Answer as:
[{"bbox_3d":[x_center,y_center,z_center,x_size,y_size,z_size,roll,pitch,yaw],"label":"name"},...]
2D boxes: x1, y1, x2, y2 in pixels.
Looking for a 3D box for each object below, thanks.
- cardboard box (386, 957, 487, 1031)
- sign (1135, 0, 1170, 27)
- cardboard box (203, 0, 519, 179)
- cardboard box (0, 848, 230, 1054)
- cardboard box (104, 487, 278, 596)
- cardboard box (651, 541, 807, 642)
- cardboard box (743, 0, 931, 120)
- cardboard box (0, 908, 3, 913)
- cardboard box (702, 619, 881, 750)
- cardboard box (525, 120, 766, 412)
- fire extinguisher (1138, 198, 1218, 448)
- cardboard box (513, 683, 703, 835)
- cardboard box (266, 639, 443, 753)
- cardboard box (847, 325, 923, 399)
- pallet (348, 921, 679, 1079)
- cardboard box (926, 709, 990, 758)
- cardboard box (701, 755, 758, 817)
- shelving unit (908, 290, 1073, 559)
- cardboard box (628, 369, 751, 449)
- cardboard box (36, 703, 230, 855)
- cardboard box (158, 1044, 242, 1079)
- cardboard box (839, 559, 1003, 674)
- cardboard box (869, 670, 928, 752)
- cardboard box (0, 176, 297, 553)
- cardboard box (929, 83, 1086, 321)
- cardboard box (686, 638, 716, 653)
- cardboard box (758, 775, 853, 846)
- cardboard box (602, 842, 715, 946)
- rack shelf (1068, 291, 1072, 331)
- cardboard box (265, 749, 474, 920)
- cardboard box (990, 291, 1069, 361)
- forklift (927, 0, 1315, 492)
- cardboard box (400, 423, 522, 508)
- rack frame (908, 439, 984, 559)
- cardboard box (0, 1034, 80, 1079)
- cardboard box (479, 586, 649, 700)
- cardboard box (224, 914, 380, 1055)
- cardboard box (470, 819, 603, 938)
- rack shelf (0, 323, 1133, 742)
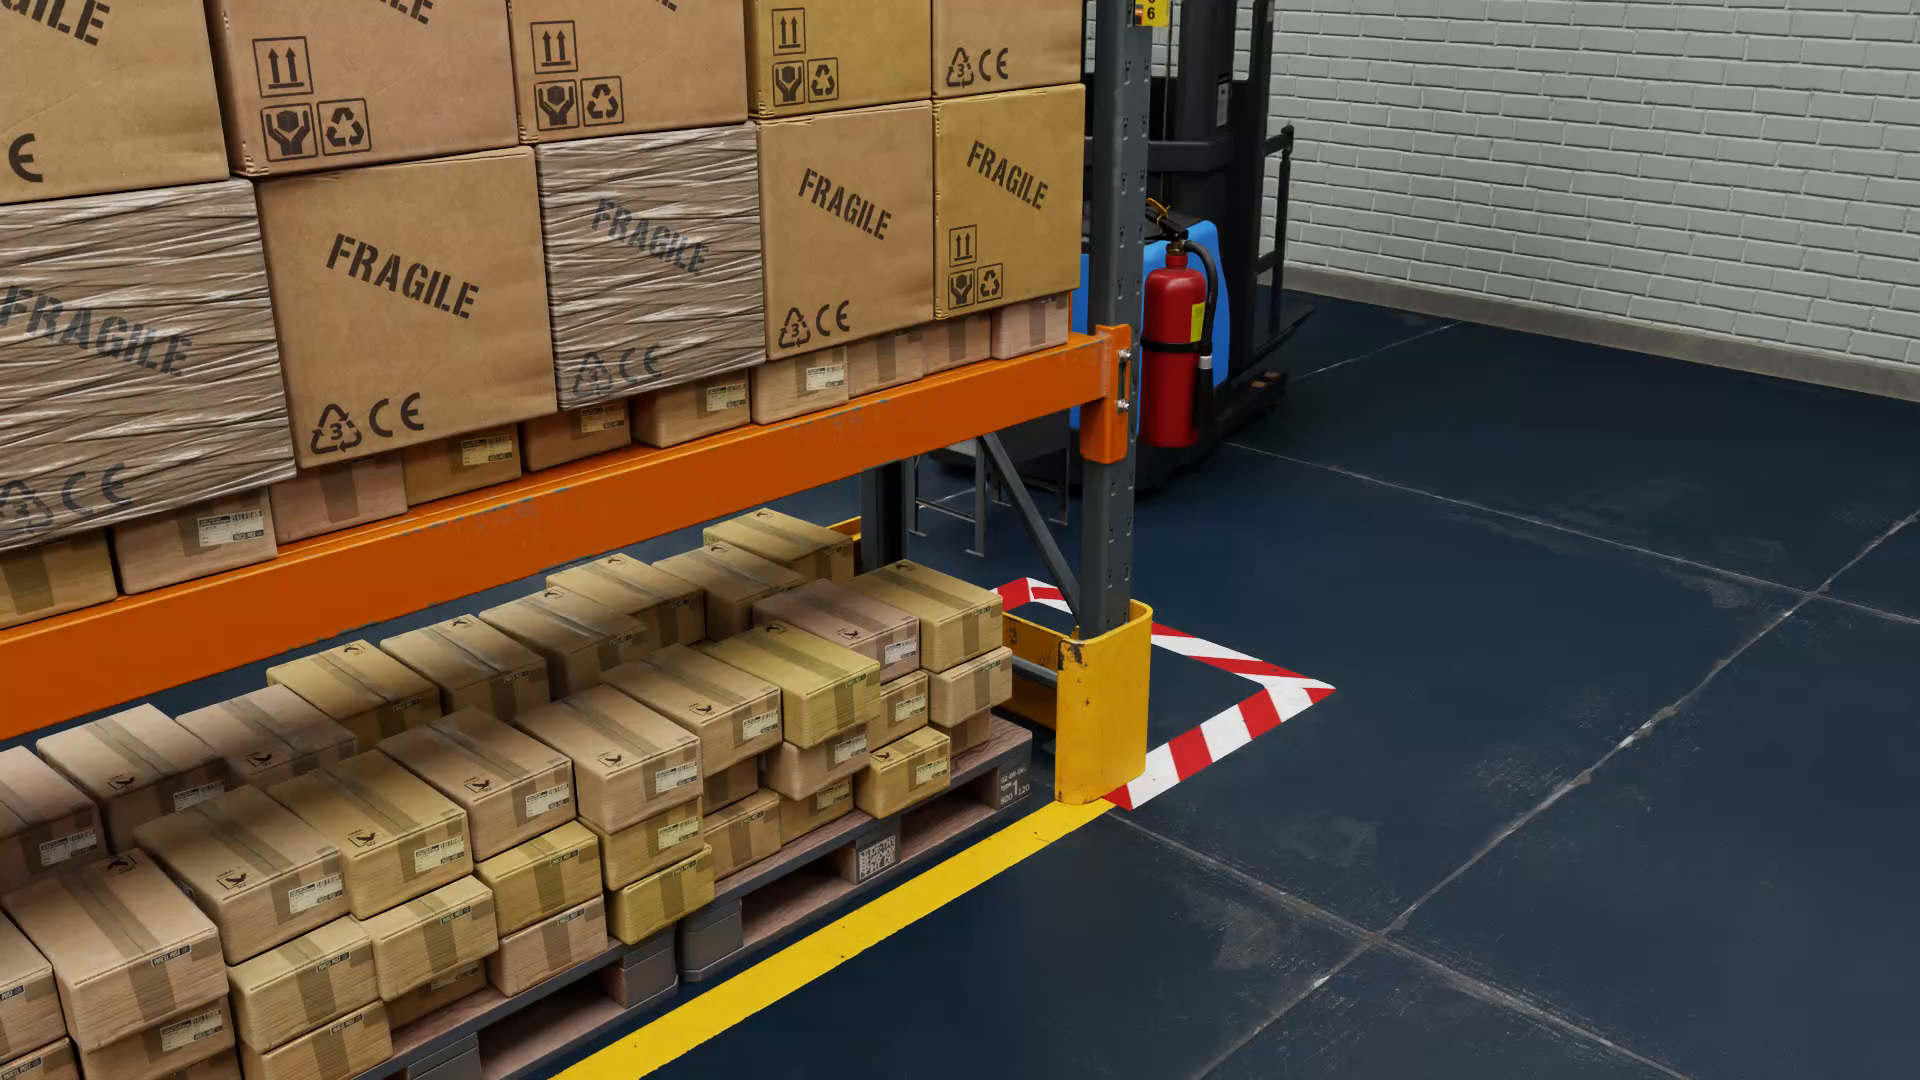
[{"bbox_3d":[-1.220,0.861,3.543,0.250,0.149,0.380,-19,28,-41],"label":"cardboard box"},{"bbox_3d":[0.466,-1.403,3.989,0.100,0.325,0.005,19,28,41],"label":"sign"},{"bbox_3d":[-1.135,-0.928,2.861,0.500,0.500,0.500,18,27,39],"label":"cardboard box"},{"bbox_3d":[-1.542,0.739,3.031,0.250,0.149,0.380,-19,28,-41],"label":"cardboard box"},{"bbox_3d":[-1.392,-0.055,2.887,0.250,0.149,0.380,-19,28,-40],"label":"cardboard box"},{"bbox_3d":[-0.633,0.149,4.566,0.250,0.149,0.380,-20,28,-41],"label":"cardboard box"},{"bbox_3d":[-0.412,-1.201,3.571,0.500,0.500,0.500,18,27,39],"label":"cardboard box"},{"bbox_3d":[-1.953,0.748,3.420,0.250,0.149,0.380,-19,28,-41],"label":"cardboard box"},{"bbox_3d":[-0.412,0.346,4.052,0.380,0.149,0.250,18,28,39],"label":"cardboard box"},{"bbox_3d":[-0.757,-0.601,3.402,0.500,0.500,0.500,19,28,41],"label":"cardboard box"},{"bbox_3d":[0.589,-0.598,4.577,0.296,0.674,0.183,19,28,41],"label":"fire extinguisher"},{"bbox_3d":[-0.785,0.480,3.704,0.250,0.149,0.380,-19,28,-40],"label":"cardboard box"},{"bbox_3d":[-1.431,0.391,3.935,0.250,0.149,0.380,-20,28,-41],"label":"cardboard box"},{"bbox_3d":[-0.307,-0.464,3.952,0.380,0.149,0.250,19,28,40],"label":"cardboard box"},{"bbox_3d":[-1.414,0.974,3.745,1.003,0.211,1.213,19,28,41],"label":"pallet"},{"bbox_3d":[-0.136,0.463,4.576,0.250,0.149,0.380,-20,28,-41],"label":"cardboard box"},{"bbox_3d":[-0.704,0.521,4.011,0.380,0.149,0.250,19,28,40],"label":"cardboard box"},{"bbox_3d":[0.115,-1.023,6.309,0.431,2.100,0.503,19,28,41],"label":"shelving unit"},{"bbox_3d":[-0.674,-0.332,3.609,0.380,0.149,0.250,18,27,38],"label":"cardboard box"},{"bbox_3d":[-1.789,0.516,3.610,0.380,0.149,0.250,18,27,39],"label":"cardboard box"},{"bbox_3d":[-1.598,0.990,3.206,0.380,0.149,0.250,18,27,38],"label":"cardboard box"},{"bbox_3d":[-0.106,0.198,4.438,0.380,0.149,0.250,20,28,41],"label":"cardboard box"},{"bbox_3d":[-0.302,0.398,4.332,0.380,0.149,0.250,18,28,39],"label":"cardboard box"},{"bbox_3d":[-1.465,-0.330,2.698,0.500,0.500,0.500,18,28,40],"label":"cardboard box"},{"bbox_3d":[-0.047,-0.864,4.089,0.500,0.500,0.500,-19,28,-41],"label":"cardboard box"},{"bbox_3d":[-0.806,0.349,4.460,0.380,0.149,0.250,20,29,41],"label":"cardboard box"},{"bbox_3d":[-0.488,0.601,4.218,0.380,0.149,0.250,19,28,40],"label":"cardboard box"},{"bbox_3d":[-0.784,0.749,3.833,0.380,0.149,0.250,18,27,38],"label":"cardboard box"},{"bbox_3d":[0.115,-1.010,6.313,0.431,0.518,0.480,19,28,41],"label":"rack shelf"},{"bbox_3d":[-1.211,0.594,3.406,0.380,0.149,0.250,19,28,41],"label":"cardboard box"},{"bbox_3d":[0.057,-0.587,4.271,0.380,0.149,0.250,19,28,41],"label":"cardboard box"},{"bbox_3d":[0.992,-2.051,7.826,1.130,2.935,3.031,11,24,26],"label":"forklift"},{"bbox_3d":[-1.078,-0.206,3.279,0.250,0.149,0.380,-20,28,-41],"label":"cardboard box"},{"bbox_3d":[-0.055,-0.960,6.145,0.400,2.100,0.015,19,28,41],"label":"rack frame"},{"bbox_3d":[-1.779,0.924,2.963,0.380,0.149,0.250,17,27,38],"label":"cardboard box"},{"bbox_3d":[-1.014,0.266,4.261,0.380,0.149,0.250,18,27,38],"label":"cardboard box"},{"bbox_3d":[-1.349,0.810,3.259,0.380,0.149,0.250,19,28,40],"label":"cardboard box"},{"bbox_3d":[-0.987,0.676,3.609,0.250,0.149,0.380,-18,28,-39],"label":"cardboard box"},{"bbox_3d":[-1.313,-0.009,3.420,1.077,0.370,4.000,19,28,41],"label":"rack shelf"}]
